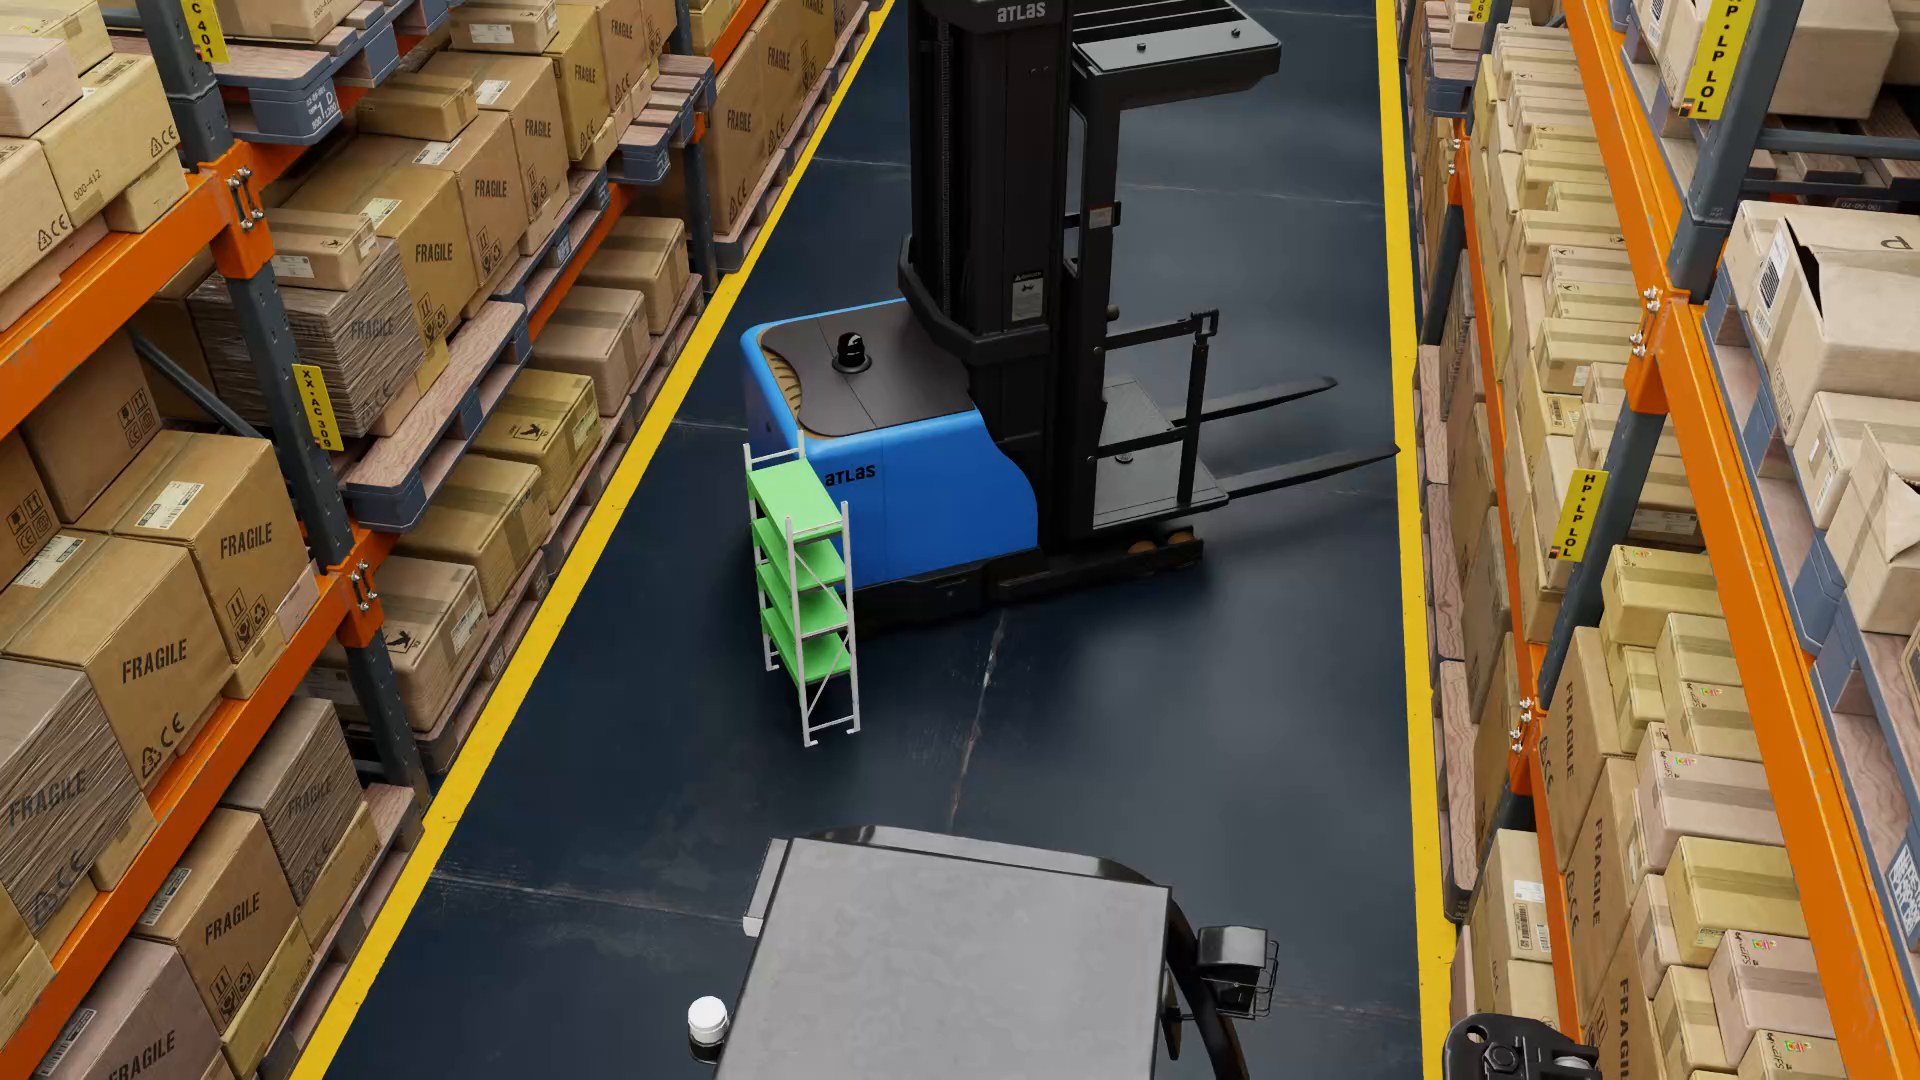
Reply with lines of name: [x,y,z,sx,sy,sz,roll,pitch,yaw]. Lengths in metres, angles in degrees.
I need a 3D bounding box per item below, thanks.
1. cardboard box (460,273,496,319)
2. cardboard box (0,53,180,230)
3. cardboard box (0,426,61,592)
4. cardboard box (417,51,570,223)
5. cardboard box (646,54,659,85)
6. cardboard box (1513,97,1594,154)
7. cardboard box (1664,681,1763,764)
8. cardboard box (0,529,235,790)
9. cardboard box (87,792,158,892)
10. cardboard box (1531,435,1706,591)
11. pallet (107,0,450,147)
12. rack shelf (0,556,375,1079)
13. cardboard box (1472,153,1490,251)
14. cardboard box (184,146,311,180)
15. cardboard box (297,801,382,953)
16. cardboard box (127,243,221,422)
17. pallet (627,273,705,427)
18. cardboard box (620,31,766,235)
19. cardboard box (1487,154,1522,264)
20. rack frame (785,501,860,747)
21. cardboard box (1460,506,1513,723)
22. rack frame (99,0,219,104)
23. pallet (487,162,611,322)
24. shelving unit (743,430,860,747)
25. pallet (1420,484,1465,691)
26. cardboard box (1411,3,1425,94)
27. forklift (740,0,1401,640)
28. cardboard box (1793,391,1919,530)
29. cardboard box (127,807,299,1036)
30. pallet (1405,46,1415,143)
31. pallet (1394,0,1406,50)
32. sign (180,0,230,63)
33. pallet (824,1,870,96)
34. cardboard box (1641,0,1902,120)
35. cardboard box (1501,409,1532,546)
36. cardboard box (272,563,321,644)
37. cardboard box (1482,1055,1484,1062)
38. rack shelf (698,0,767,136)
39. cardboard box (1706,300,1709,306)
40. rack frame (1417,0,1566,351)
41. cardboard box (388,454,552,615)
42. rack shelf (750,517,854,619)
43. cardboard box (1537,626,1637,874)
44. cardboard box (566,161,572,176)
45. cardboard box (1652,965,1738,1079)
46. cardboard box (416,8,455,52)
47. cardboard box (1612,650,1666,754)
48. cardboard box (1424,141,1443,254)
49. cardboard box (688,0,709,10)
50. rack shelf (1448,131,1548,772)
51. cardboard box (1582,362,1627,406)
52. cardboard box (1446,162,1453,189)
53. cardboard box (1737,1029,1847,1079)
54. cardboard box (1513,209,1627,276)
cardboard box: [-2.075,-1.019,6.593,0.380,0.149,0.250,7,40,8]
cardboard box: [-2.405,-1.048,4.291,0.500,0.250,0.500,6,40,7]
cardboard box: [-2.993,-0.111,4.531,0.700,0.500,0.500,7,40,8]
cardboard box: [-1.966,-1.668,6.868,0.500,0.500,0.500,5,40,6]
cardboard box: [-1.701,-2.311,8.155,0.380,0.149,0.250,7,40,8]
cardboard box: [2.546,-1.732,7.001,0.380,0.149,0.250,7,40,8]
cardboard box: [1.957,0.501,4.066,0.380,0.149,0.250,6,40,7]
cardboard box: [-2.508,0.334,4.777,0.500,0.500,0.500,8,40,9]
cardboard box: [-2.521,0.827,4.690,0.380,0.149,0.250,6,40,7]
cardboard box: [2.129,-0.069,5.302,0.500,0.250,0.500,6,40,7]
pallet: [-2.382,-1.603,5.224,1.213,0.211,1.003,6,40,8]
rack shelf: [-2.940,1.389,4.377,1.077,0.370,4.000,6,40,8]
cardboard box: [2.579,-1.484,7.406,0.500,0.250,0.500,6,40,7]
cardboard box: [-2.630,-1.457,6.104,0.380,0.149,0.250,5,40,6]
cardboard box: [-2.431,1.155,5.924,0.500,0.250,0.500,8,40,10]
cardboard box: [-2.740,-0.773,5.787,0.500,0.500,0.500,6,40,7]
pallet: [-2.038,-1.089,8.998,1.003,0.211,1.213,6,40,8]
cardboard box: [-1.700,-2.421,9.759,0.875,0.875,0.875,6,40,7]
cardboard box: [2.475,-1.351,6.853,0.500,0.250,0.500,5,40,7]
rack frame: [-0.527,0.353,6.478,0.240,1.200,0.015,-16,42,-18]
cardboard box: [2.517,0.340,6.615,0.875,0.625,0.625,6,40,7]
rack frame: [-2.593,-2.455,3.754,1.000,3.000,0.127,6,40,8]
pallet: [-2.204,-1.333,7.255,1.003,0.211,1.213,6,40,8]
shelving unit: [-0.625,0.211,6.650,0.258,1.200,0.503,-16,42,-18]
pallet: [2.594,0.242,7.389,1.003,0.211,1.213,6,40,8]
cardboard box: [3.293,-3.203,10.999,0.500,0.500,0.500,6,40,7]
forklift: [0.593,-1.265,7.077,3.031,2.935,1.130,-13,41,-15]
cardboard box: [1.786,-0.127,3.082,0.380,0.149,0.250,8,40,9]
cardboard box: [-2.518,1.186,5.298,0.500,0.500,0.500,7,40,8]
pallet: [3.577,-3.030,11.346,1.003,0.211,1.213,6,40,8]
pallet: [3.800,-3.975,12.489,1.003,0.211,1.213,6,40,8]
sign: [-2.058,-1.444,4.479,0.100,0.325,0.005,6,40,8]
pallet: [-1.268,-3.597,12.031,1.003,0.211,1.213,6,40,8]
cardboard box: [2.181,-1.401,4.496,0.500,0.311,0.500,5,40,6]
cardboard box: [2.207,-0.202,5.854,0.500,0.250,0.500,6,40,7]
cardboard box: [-2.349,0.189,5.461,0.380,0.149,0.250,6,40,7]
cardboard box: [1.823,1.693,4.881,0.500,0.250,0.500,6,40,7]
rack shelf: [-1.555,-3.631,10.450,1.077,0.370,4.000,6,40,8]
cardboard box: [2.802,-0.719,5.775,0.380,0.149,0.250,6,40,8]
rack frame: [2.988,-2.109,8.043,1.000,3.000,0.127,6,40,8]
cardboard box: [-2.384,-0.073,7.314,0.950,0.372,0.625,9,40,10]
rack shelf: [-0.625,0.075,6.538,0.258,0.148,0.480,-16,42,-18]
cardboard box: [1.962,0.613,4.673,0.500,0.500,0.500,5,40,6]
cardboard box: [-1.954,-1.672,7.383,0.380,0.149,0.250,7,40,8]
cardboard box: [1.732,1.084,3.594,0.380,0.149,0.250,5,40,6]
cardboard box: [-2.376,-2.050,7.331,0.500,0.500,0.500,7,40,8]
cardboard box: [1.938,0.447,4.365,0.380,0.149,0.250,7,40,9]
cardboard box: [2.947,-1.909,9.434,0.500,0.500,0.500,6,40,7]
cardboard box: [-1.570,-3.079,8.943,0.500,0.250,0.500,6,40,7]
rack shelf: [2.642,-0.576,6.754,1.077,0.370,4.000,6,40,8]
cardboard box: [2.257,-0.437,5.434,0.380,0.149,0.250,6,40,8]
cardboard box: [2.824,-1.895,8.908,0.380,0.149,0.250,5,40,5]
cardboard box: [1.778,1.142,3.291,0.380,0.149,0.250,7,40,8]
cardboard box: [2.298,-1.106,6.243,0.380,0.149,0.250,5,40,6]
